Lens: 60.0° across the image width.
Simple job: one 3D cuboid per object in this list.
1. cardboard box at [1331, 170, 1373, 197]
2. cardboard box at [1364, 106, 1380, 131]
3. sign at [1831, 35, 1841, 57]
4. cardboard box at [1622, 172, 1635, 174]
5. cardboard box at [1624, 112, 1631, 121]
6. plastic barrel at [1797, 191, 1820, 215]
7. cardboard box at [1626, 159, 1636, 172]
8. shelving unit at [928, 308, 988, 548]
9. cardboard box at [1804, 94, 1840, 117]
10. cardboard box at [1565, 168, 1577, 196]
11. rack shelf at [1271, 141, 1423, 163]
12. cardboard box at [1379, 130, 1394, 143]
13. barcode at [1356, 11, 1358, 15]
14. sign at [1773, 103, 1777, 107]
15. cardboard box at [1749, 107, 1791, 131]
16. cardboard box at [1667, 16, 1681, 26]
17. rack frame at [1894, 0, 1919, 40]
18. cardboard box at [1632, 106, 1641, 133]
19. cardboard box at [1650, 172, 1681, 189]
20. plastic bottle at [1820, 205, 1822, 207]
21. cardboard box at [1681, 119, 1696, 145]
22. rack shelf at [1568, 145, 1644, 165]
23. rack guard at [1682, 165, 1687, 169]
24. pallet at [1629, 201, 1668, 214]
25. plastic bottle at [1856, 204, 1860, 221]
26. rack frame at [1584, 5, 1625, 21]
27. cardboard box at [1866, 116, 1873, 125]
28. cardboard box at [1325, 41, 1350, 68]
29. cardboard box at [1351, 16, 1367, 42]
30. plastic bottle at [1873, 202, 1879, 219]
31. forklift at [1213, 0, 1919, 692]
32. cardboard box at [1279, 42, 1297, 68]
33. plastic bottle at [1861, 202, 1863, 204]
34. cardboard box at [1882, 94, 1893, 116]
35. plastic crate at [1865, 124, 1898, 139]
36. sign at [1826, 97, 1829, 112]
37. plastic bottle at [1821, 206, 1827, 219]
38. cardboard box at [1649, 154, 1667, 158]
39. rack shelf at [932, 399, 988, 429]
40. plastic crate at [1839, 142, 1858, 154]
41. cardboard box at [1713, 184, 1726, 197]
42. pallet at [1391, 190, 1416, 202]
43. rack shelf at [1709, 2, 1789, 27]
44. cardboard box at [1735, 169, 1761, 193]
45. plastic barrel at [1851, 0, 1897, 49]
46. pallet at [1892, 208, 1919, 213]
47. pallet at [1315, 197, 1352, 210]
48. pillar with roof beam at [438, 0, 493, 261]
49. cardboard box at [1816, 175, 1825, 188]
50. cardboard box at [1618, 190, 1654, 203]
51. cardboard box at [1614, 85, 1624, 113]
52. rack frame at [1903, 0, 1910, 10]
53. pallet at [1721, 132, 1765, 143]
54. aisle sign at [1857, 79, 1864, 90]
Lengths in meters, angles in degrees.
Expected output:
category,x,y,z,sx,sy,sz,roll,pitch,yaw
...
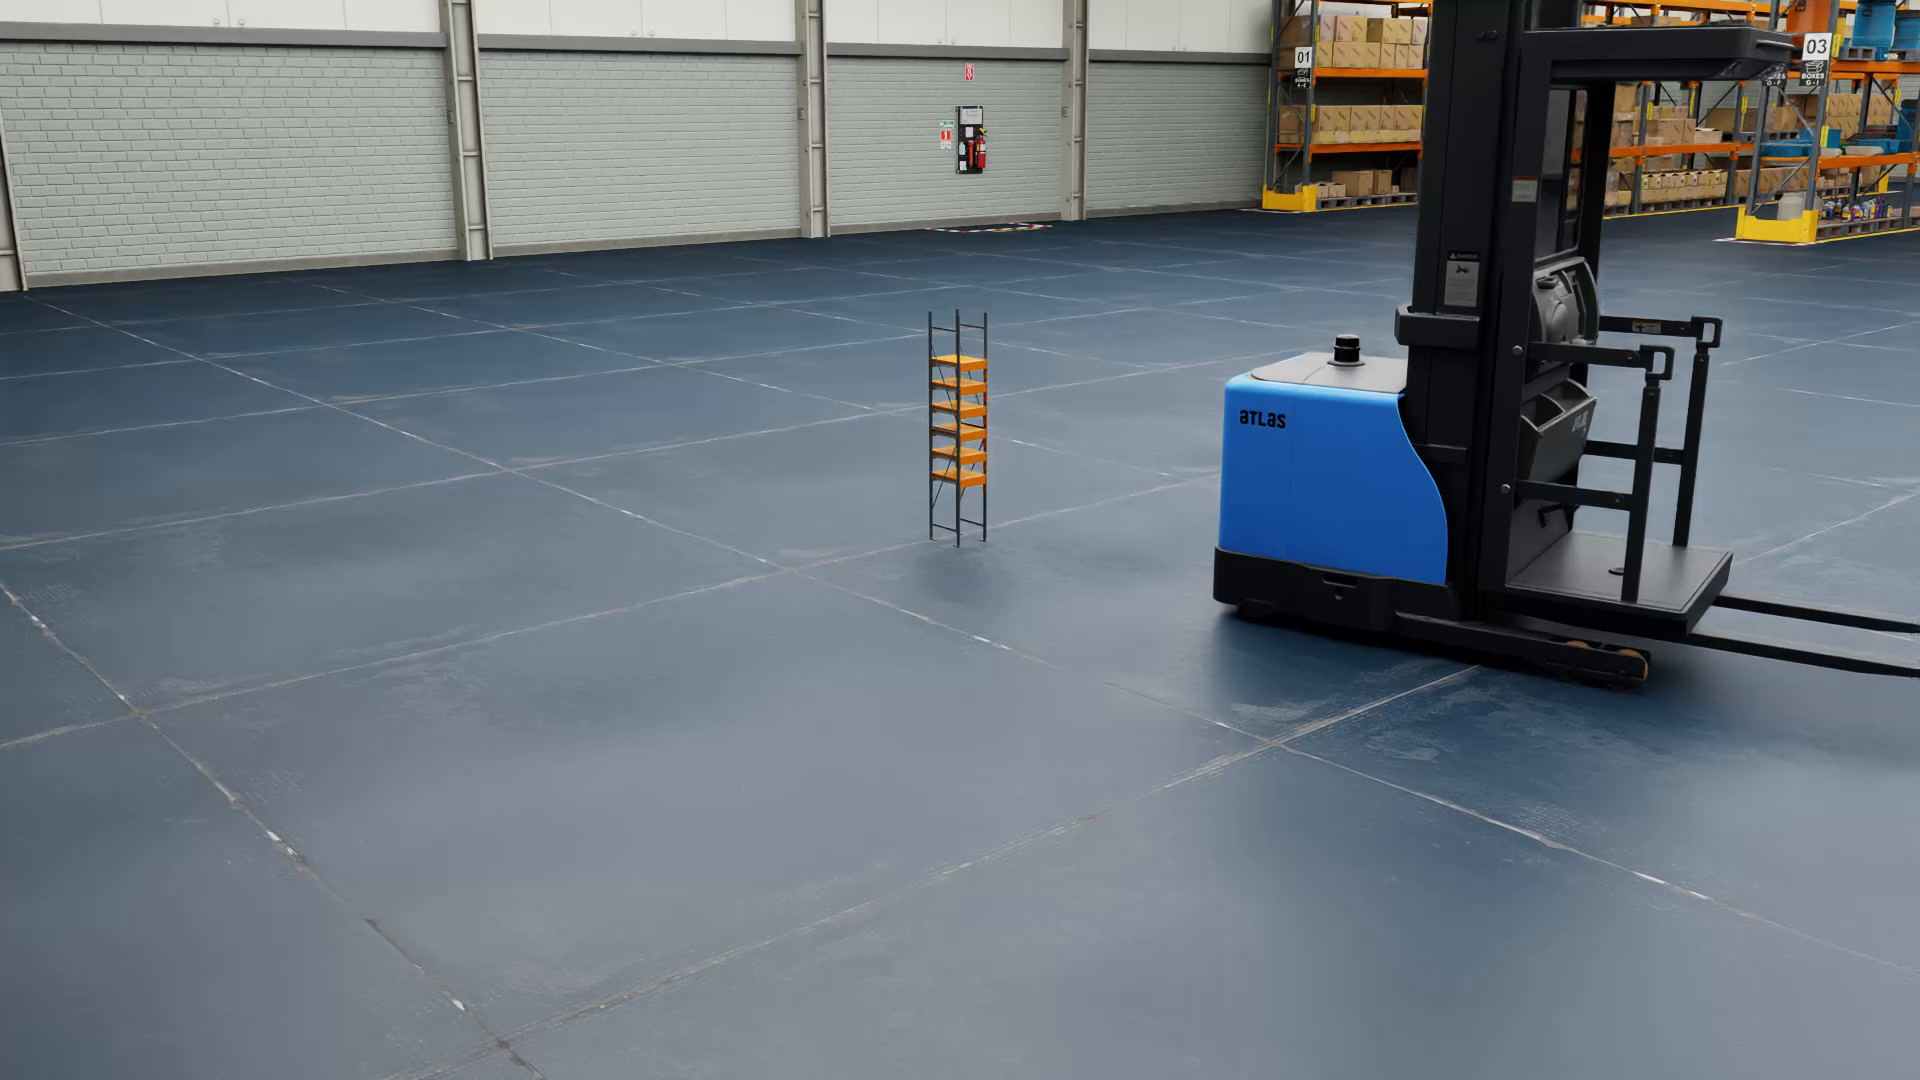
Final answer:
category,x,y,z,sx,sy,sz,roll,pitch,yaw
cardboard box,8.289,-7.543,35.168,0.500,0.500,0.700,-14,21,-43
cardboard box,8.404,-8.807,34.708,0.500,0.500,0.500,-12,19,-38
sign,13.553,-7.644,25.726,0.005,0.325,0.100,-13,19,-39
cardboard box,13.469,-7.300,33.696,0.500,0.311,0.500,-12,19,-38
cardboard box,12.711,-8.174,32.087,0.250,0.149,0.380,-13,20,-41
plastic barrel,14.019,-5.511,27.576,0.421,0.512,0.421,0,15,0
cardboard box,16.757,-9.447,42.333,0.500,0.500,0.700,-13,20,-40
shelving unit,-0.011,-0.577,8.586,0.189,1.200,0.258,-13,19,-39
cardboard box,19.539,-9.853,37.693,0.500,0.500,0.500,-12,19,-38
cardboard box,11.241,-6.720,31.157,0.500,0.500,0.500,-13,19,-39
rack shelf,8.200,-8.219,35.100,4.000,0.370,1.077,-13,19,-39
cardboard box,8.800,-8.532,35.131,0.500,0.250,0.500,-13,20,-40
barcode,8.378,-11.120,35.075,0.075,0.075,0.001,-13,19,-39
sign,18.637,-9.819,38.020,0.005,0.325,0.100,-13,19,-39
cardboard box,18.017,-9.382,37.054,0.500,0.500,0.700,-9,17,-31
cardboard box,13.869,-10.081,32.889,0.500,0.500,0.500,-10,18,-34
rack frame,16.212,-9.875,28.281,0.127,3.000,1.000,-13,19,-39
cardboard box,16.718,-10.616,42.101,0.700,0.700,0.980,-13,20,-41
cardboard box,14.210,-7.280,33.619,0.500,0.311,0.500,-14,20,-41
plastic bottle,14.728,-5.718,28.623,0.185,0.351,0.144,-12,19,-37
cardboard box,14.726,-8.380,34.115,0.500,0.500,0.500,-14,20,-42
rack shelf,11.455,-7.255,31.492,4.000,0.370,1.077,-13,19,-39
rack guard,18.780,-9.734,44.224,0.348,0.500,1.175,-13,19,-39
pallet,13.494,-6.726,33.523,1.213,0.211,1.003,-13,19,-39
plastic bottle,15.101,-5.515,28.017,0.097,0.271,0.097,0,15,0
rack frame,15.744,-13.159,40.575,0.127,3.000,1.000,-13,19,-39
cardboard box,21.088,-9.721,39.138,0.500,0.500,0.500,-12,19,-39
cardboard box,7.536,-9.826,33.680,0.500,0.500,0.500,-11,19,-36
cardboard box,7.932,-10.400,33.889,0.500,0.500,0.500,-12,19,-38
plastic bottle,15.675,-5.643,28.475,0.133,0.283,0.061,-11,19,-36
forklift,2.653,-0.975,6.721,3.031,2.935,1.130,10,18,32
cardboard box,6.840,-9.854,33.785,0.500,0.500,0.500,-11,18,-35
plastic bottle,15.441,-5.640,28.462,0.133,0.283,0.061,-13,19,-39
cardboard box,21.861,-10.376,39.653,0.500,0.500,0.500,-13,20,-40
plastic crate,16.377,-7.149,29.577,0.583,0.464,0.402,-13,19,-39
sign,19.366,-9.748,37.189,0.005,0.325,0.100,-13,19,-39
plastic bottle,14.840,-5.629,28.582,0.097,0.201,0.097,0,15,0
cardboard box,18.129,-10.008,43.177,0.250,0.149,0.380,-12,19,-38
rack shelf,-0.011,-0.650,8.566,0.180,0.103,0.258,-13,19,-39
plastic crate,15.003,-6.699,28.427,0.662,0.188,0.450,-13,19,-39
cardboard box,15.744,-7.357,34.993,0.500,0.250,0.500,-12,19,-38
pallet,10.295,-7.690,37.130,1.213,0.211,1.003,-13,19,-39
rack shelf,17.490,-11.315,35.843,4.000,0.370,1.077,-13,19,-39
cardboard box,16.903,-7.735,35.886,0.500,0.500,0.500,-14,20,-41
plastic barrel,15.391,-8.723,27.996,0.708,0.901,0.600,-13,19,-39
pallet,17.700,-5.977,30.719,1.213,0.211,1.003,-13,19,-39
pallet,7.385,-7.024,34.636,1.213,0.211,1.003,-13,19,-39
pillar with roof beam,-4.101,-7.525,19.485,0.400,9.000,9.100,-13,19,-39
cardboard box,19.457,-8.239,38.140,0.500,0.311,0.500,-13,19,-39
cardboard box,13.430,-6.836,33.043,0.500,0.250,0.500,-13,20,-41
cardboard box,12.253,-8.454,31.880,0.500,0.500,0.700,-13,20,-39
rack frame,22.016,-12.872,39.504,0.127,3.000,1.000,-13,19,-39
pallet,16.446,-8.655,35.710,1.003,0.211,1.213,-13,19,-39
aisle sign,21.875,-11.299,40.200,0.004,0.787,0.394,-13,19,-39
